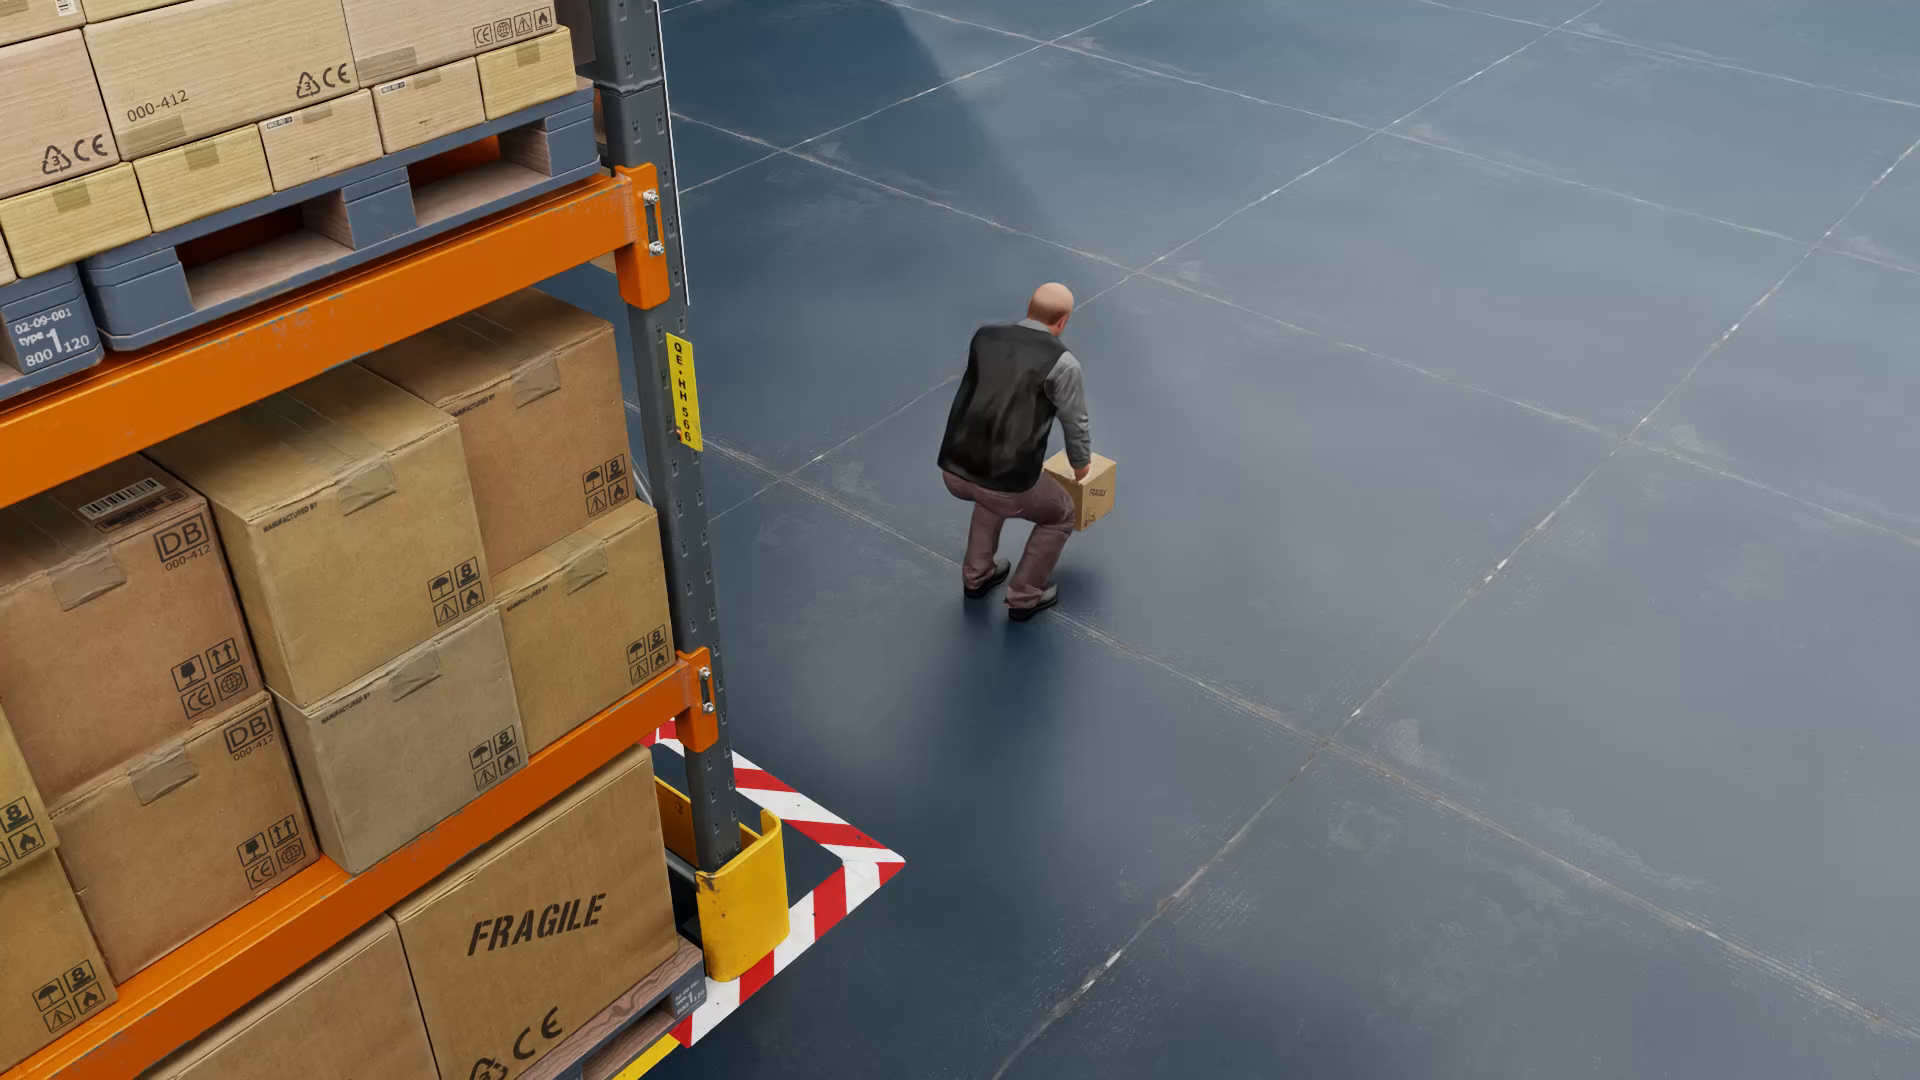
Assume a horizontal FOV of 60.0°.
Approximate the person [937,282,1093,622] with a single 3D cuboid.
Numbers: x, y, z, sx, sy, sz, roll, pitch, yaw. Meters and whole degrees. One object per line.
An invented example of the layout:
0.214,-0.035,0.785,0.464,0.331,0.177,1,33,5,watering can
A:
0.216,-0.355,6.990,0.592,1.371,0.725,26,42,32,person
